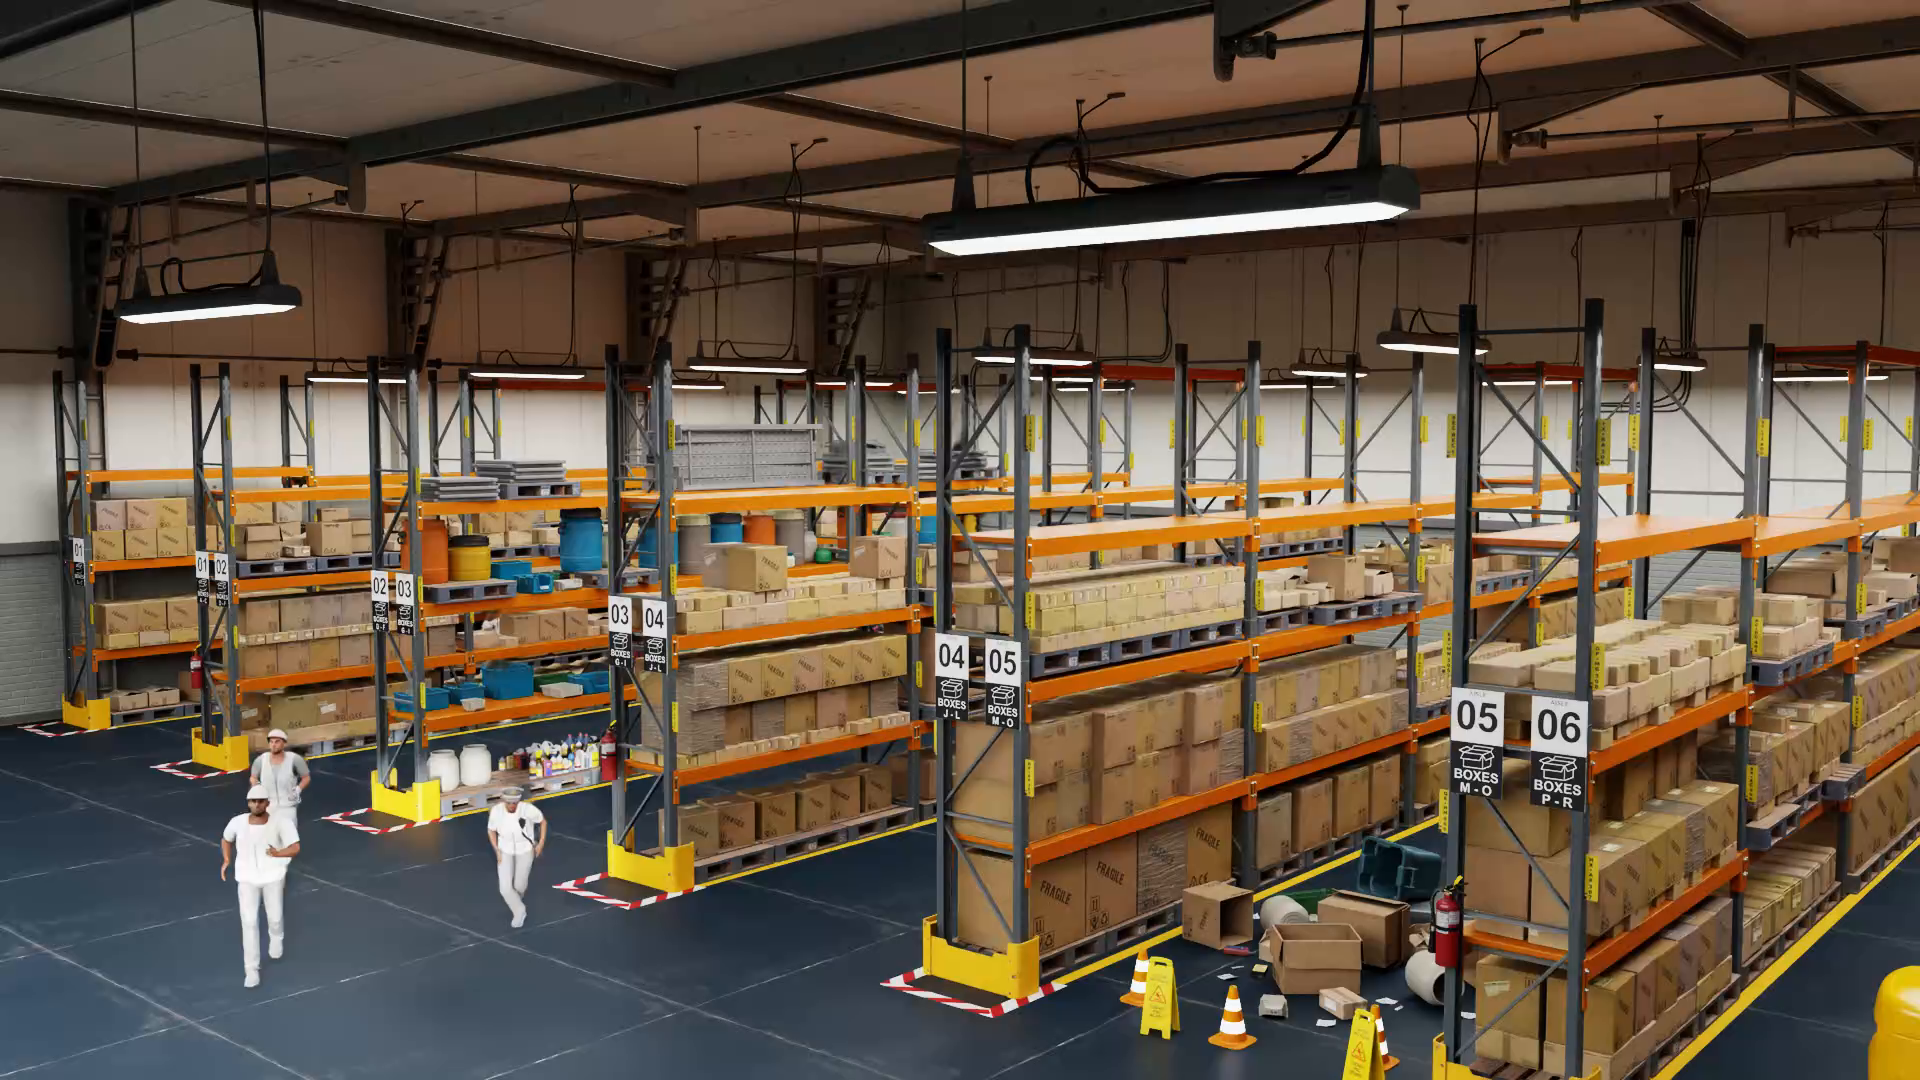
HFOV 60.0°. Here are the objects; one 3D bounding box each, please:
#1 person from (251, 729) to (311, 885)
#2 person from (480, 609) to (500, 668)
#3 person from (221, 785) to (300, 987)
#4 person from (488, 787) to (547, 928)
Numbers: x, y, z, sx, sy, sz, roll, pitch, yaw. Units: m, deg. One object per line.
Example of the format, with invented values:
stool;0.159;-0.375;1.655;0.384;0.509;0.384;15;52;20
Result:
person;-7.528;2.962;18.412;0.637;1.749;0.607;-1;4;-17
person;-8.651;2.079;30.752;0.677;1.752;0.965;3;5;37
person;-6.489;3.141;15.429;0.701;1.750;0.990;-1;4;-18
person;-4.521;3.207;17.033;0.582;1.515;0.872;-1;4;-8
